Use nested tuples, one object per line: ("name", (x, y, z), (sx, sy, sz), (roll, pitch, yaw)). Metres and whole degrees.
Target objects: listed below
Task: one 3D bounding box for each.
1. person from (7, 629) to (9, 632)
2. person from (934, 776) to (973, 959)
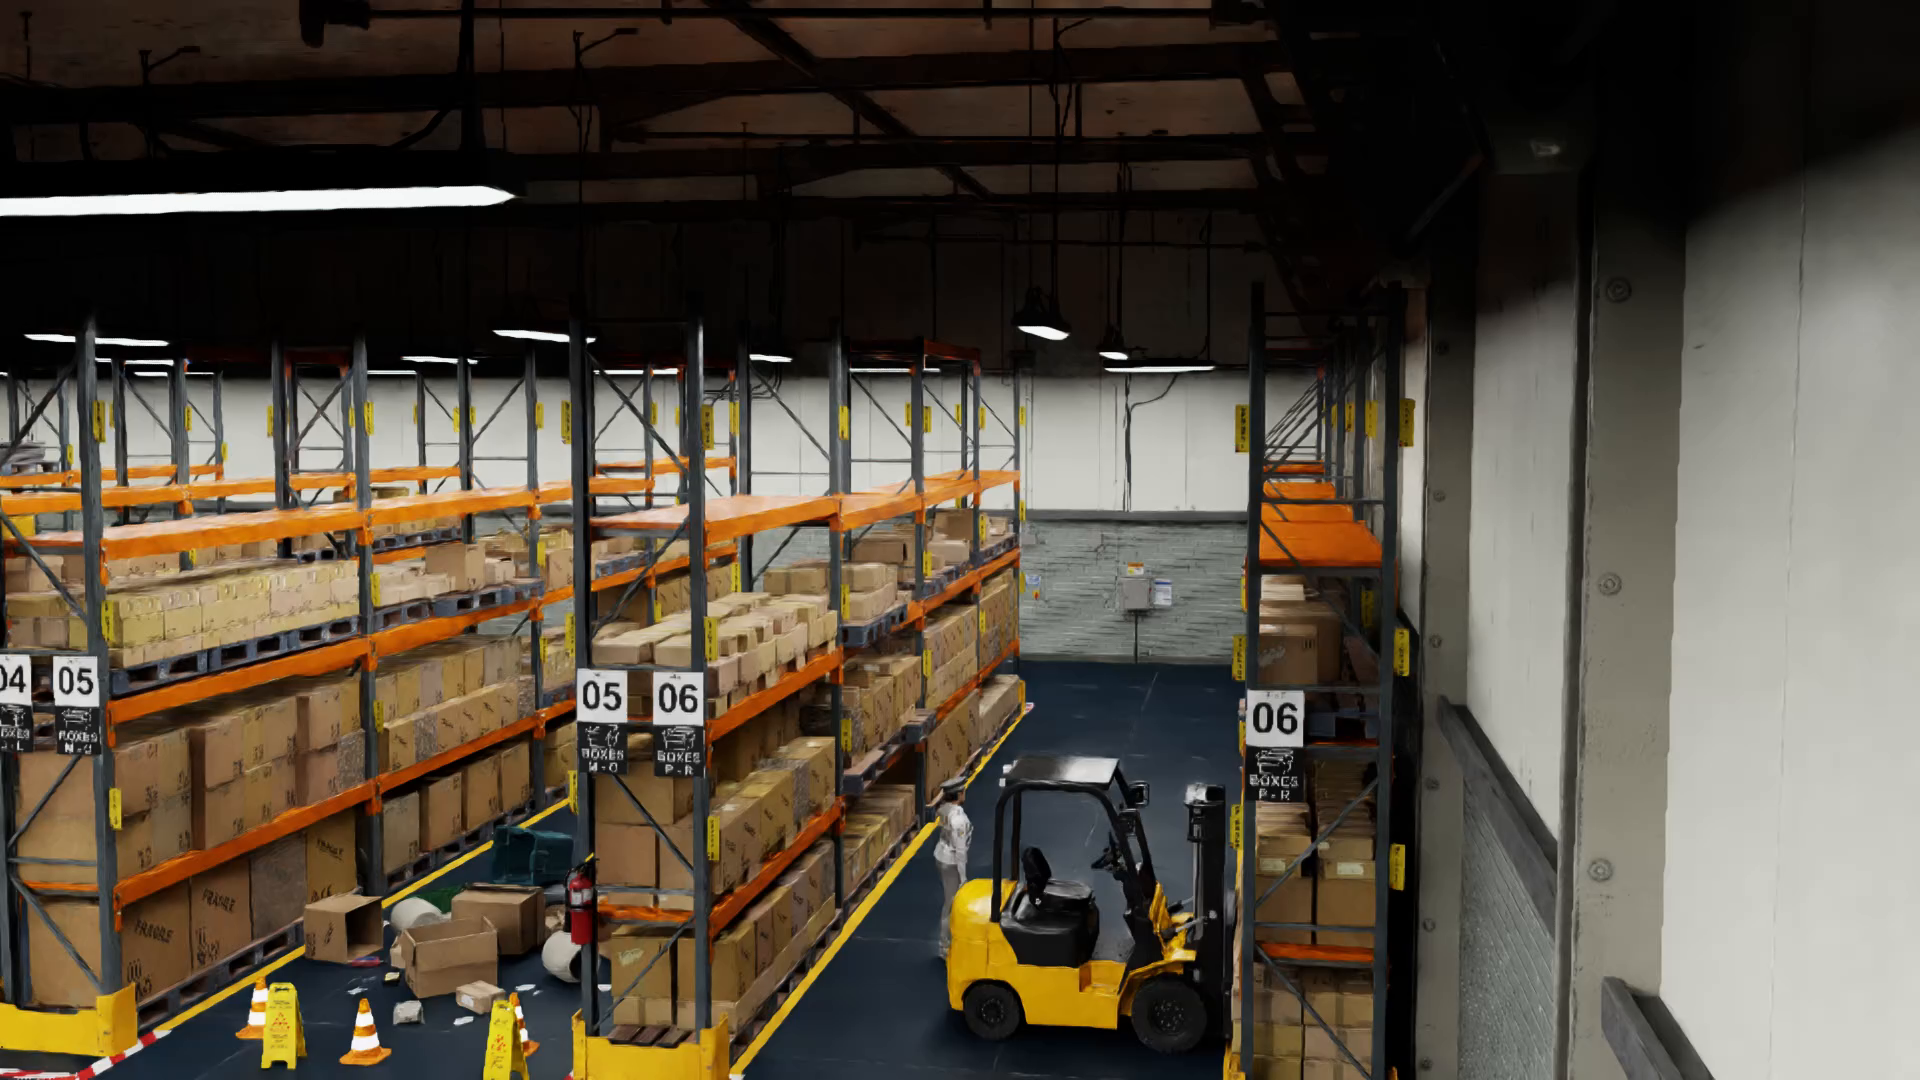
("person", (-16.246, 1.995, 28.560), (0.579, 1.718, 0.655), (2, 5, 22))
("person", (-0.027, 3.057, 15.623), (0.431, 1.684, 0.554), (-2, 5, -18))
